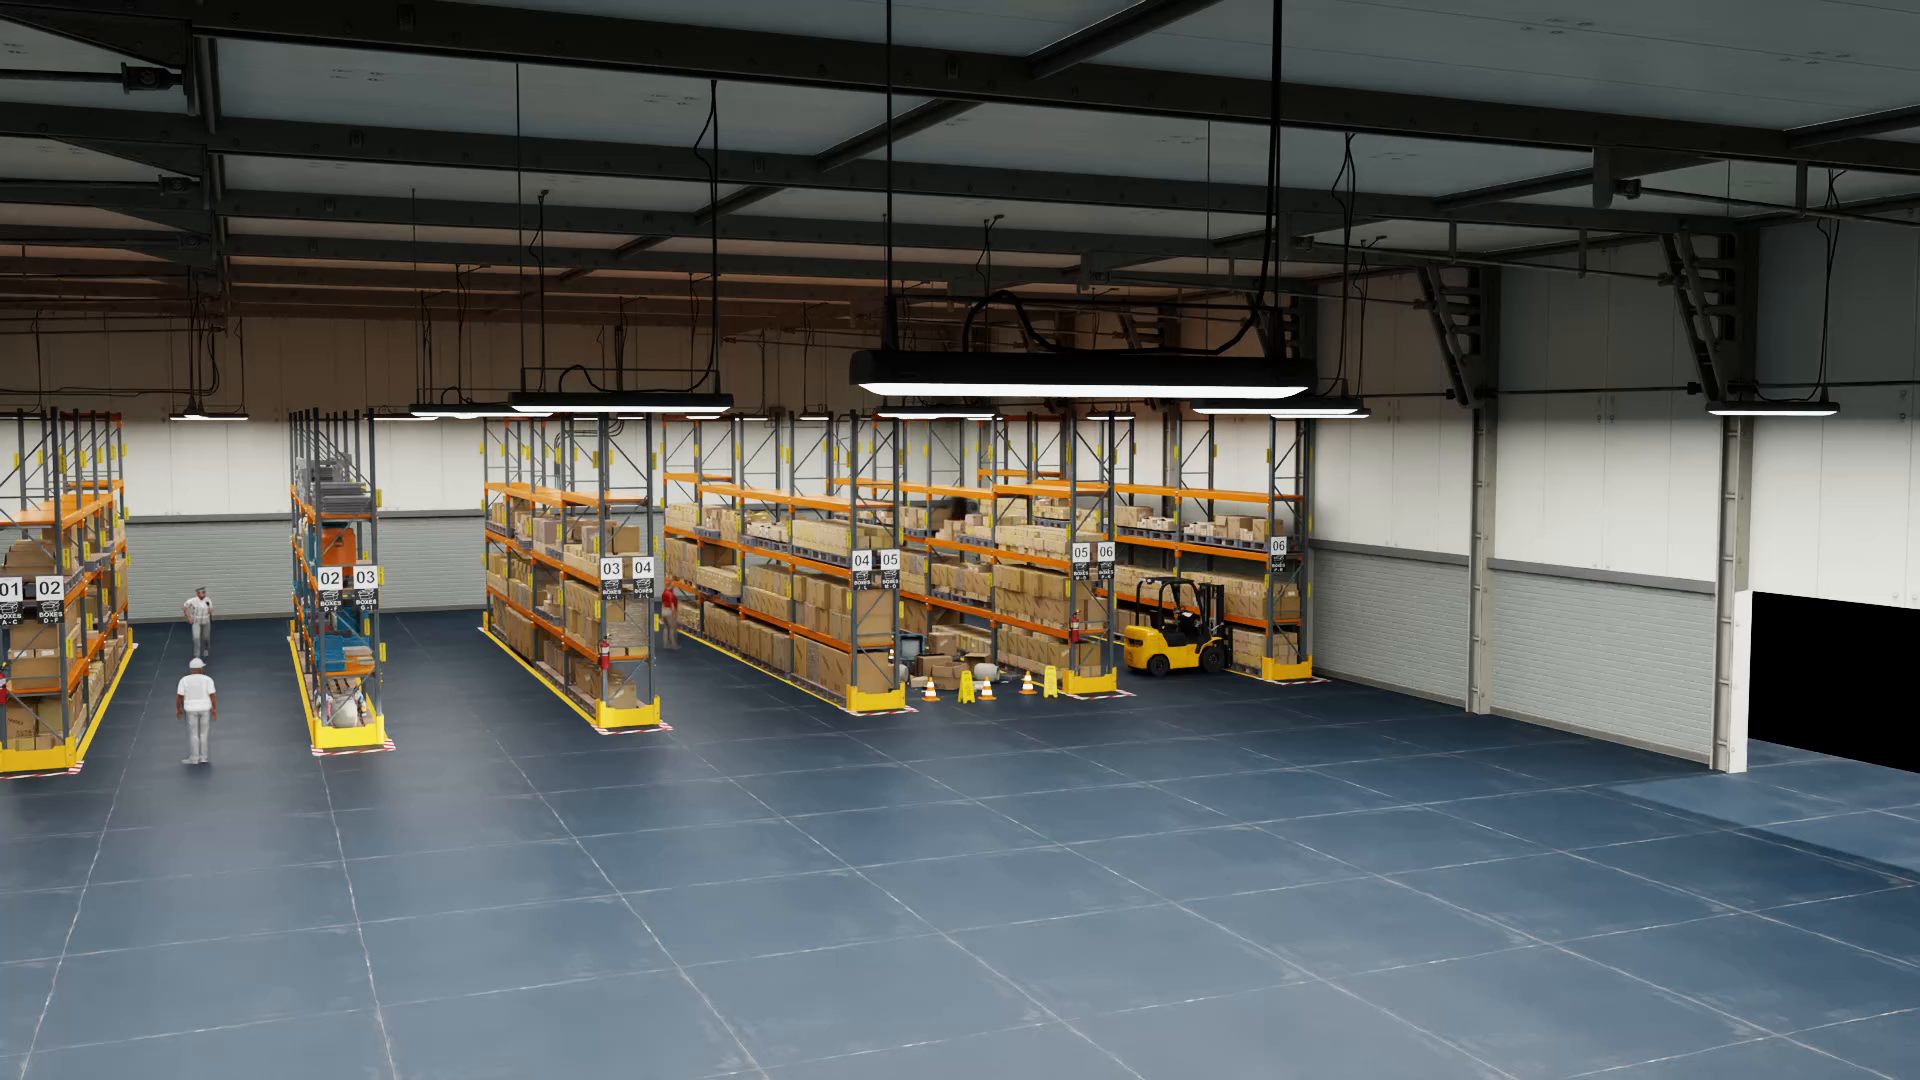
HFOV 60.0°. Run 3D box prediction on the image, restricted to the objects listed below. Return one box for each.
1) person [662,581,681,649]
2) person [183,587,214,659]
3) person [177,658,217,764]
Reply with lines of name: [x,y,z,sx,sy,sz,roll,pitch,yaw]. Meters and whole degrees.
person: [-7.300,1.898,42.122,0.433,1.728,0.600,-3,5,-37]
person: [-18.437,2.032,40.286,0.688,1.824,0.846,-2,4,-23]
person: [-12.850,2.883,27.997,0.633,1.790,0.376,-1,4,-20]
